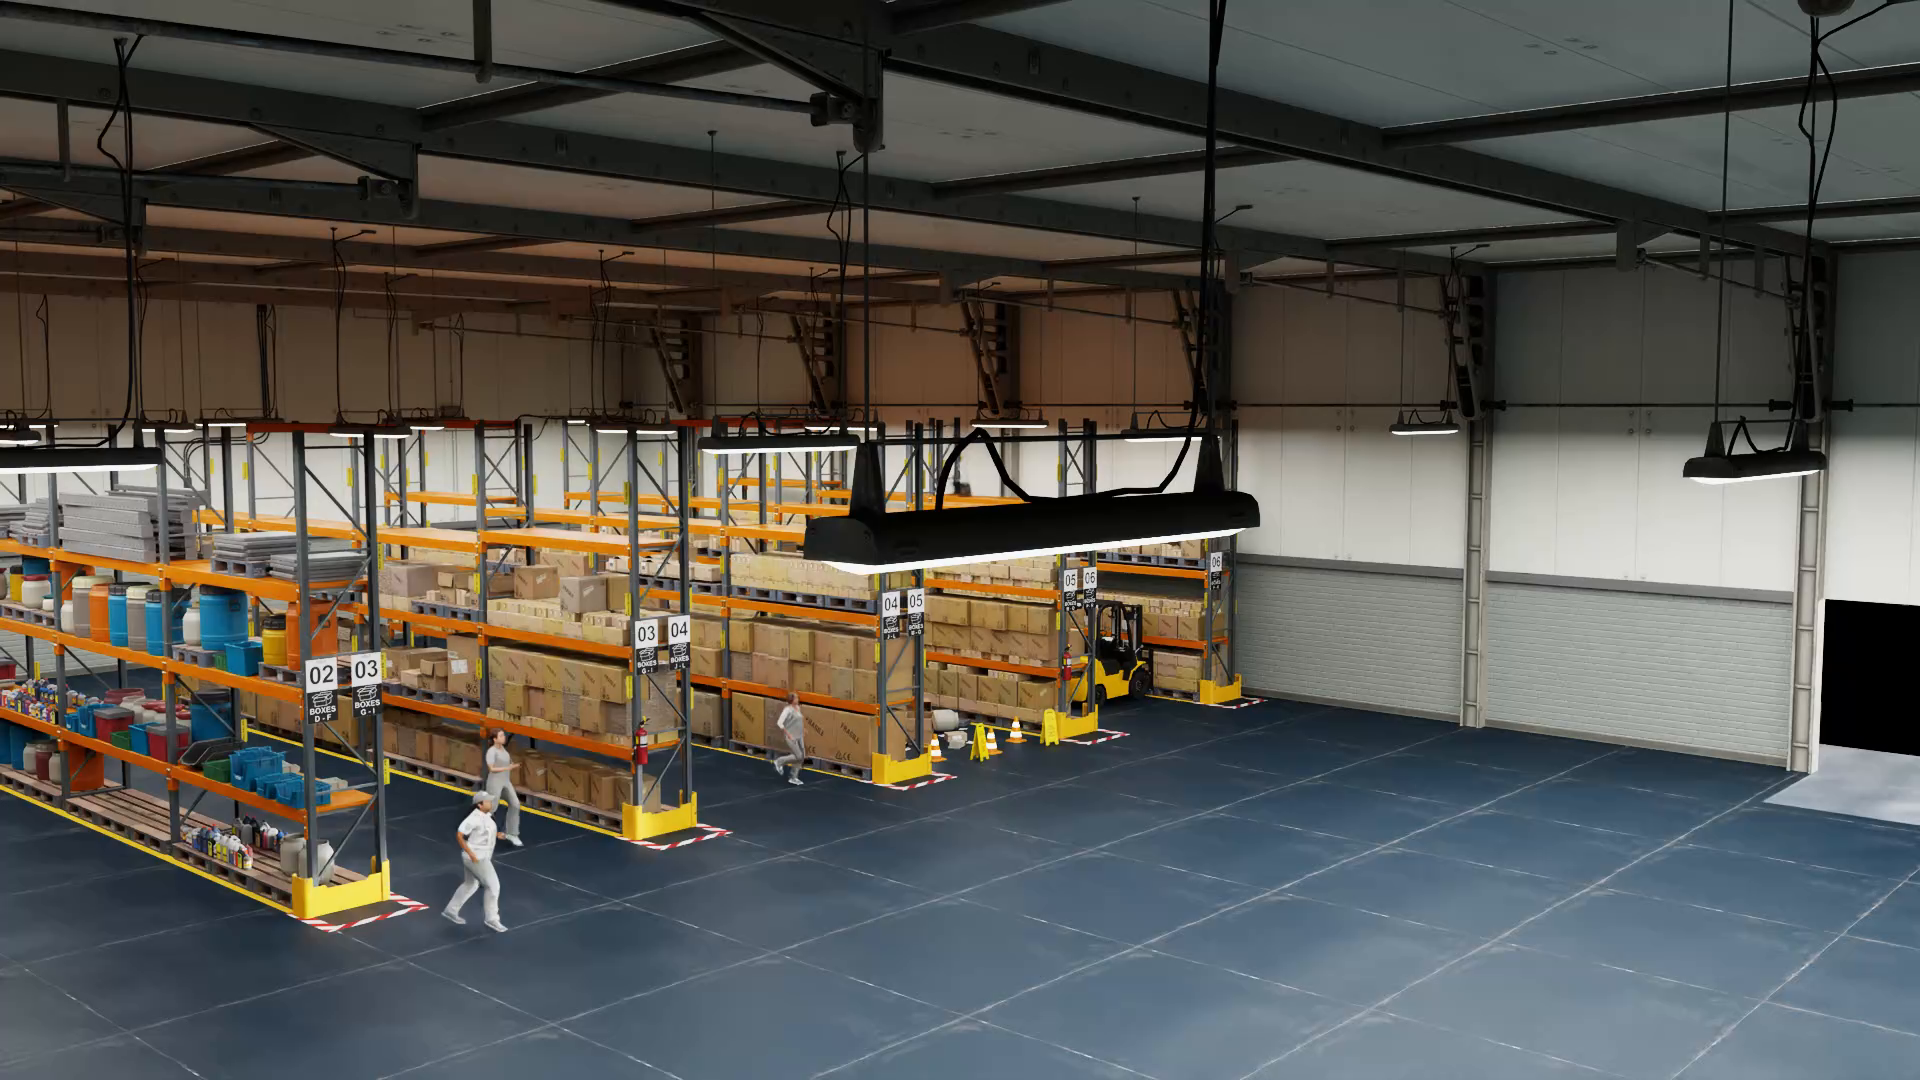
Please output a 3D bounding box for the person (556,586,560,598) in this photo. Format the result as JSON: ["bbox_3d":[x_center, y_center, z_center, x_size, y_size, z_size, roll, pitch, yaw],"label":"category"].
[{"bbox_3d":[-10.481,1.919,43.196,0.638,1.725,0.697,-4,6,-38],"label":"person"}]

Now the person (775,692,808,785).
[{"bbox_3d":[-2.813,3.298,27.741,0.546,1.558,0.542,3,5,29],"label":"person"}]

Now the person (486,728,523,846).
[{"bbox_3d":[-6.648,3.543,23.840,0.775,1.731,0.580,1,5,17],"label":"person"}]

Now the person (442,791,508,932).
[{"bbox_3d":[-5.859,3.866,20.038,0.783,1.716,0.599,-1,5,-11],"label":"person"}]

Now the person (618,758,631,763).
[{"bbox_3d":[-5.798,3.126,29.295,0.554,1.611,0.565,3,5,28],"label":"person"}]
